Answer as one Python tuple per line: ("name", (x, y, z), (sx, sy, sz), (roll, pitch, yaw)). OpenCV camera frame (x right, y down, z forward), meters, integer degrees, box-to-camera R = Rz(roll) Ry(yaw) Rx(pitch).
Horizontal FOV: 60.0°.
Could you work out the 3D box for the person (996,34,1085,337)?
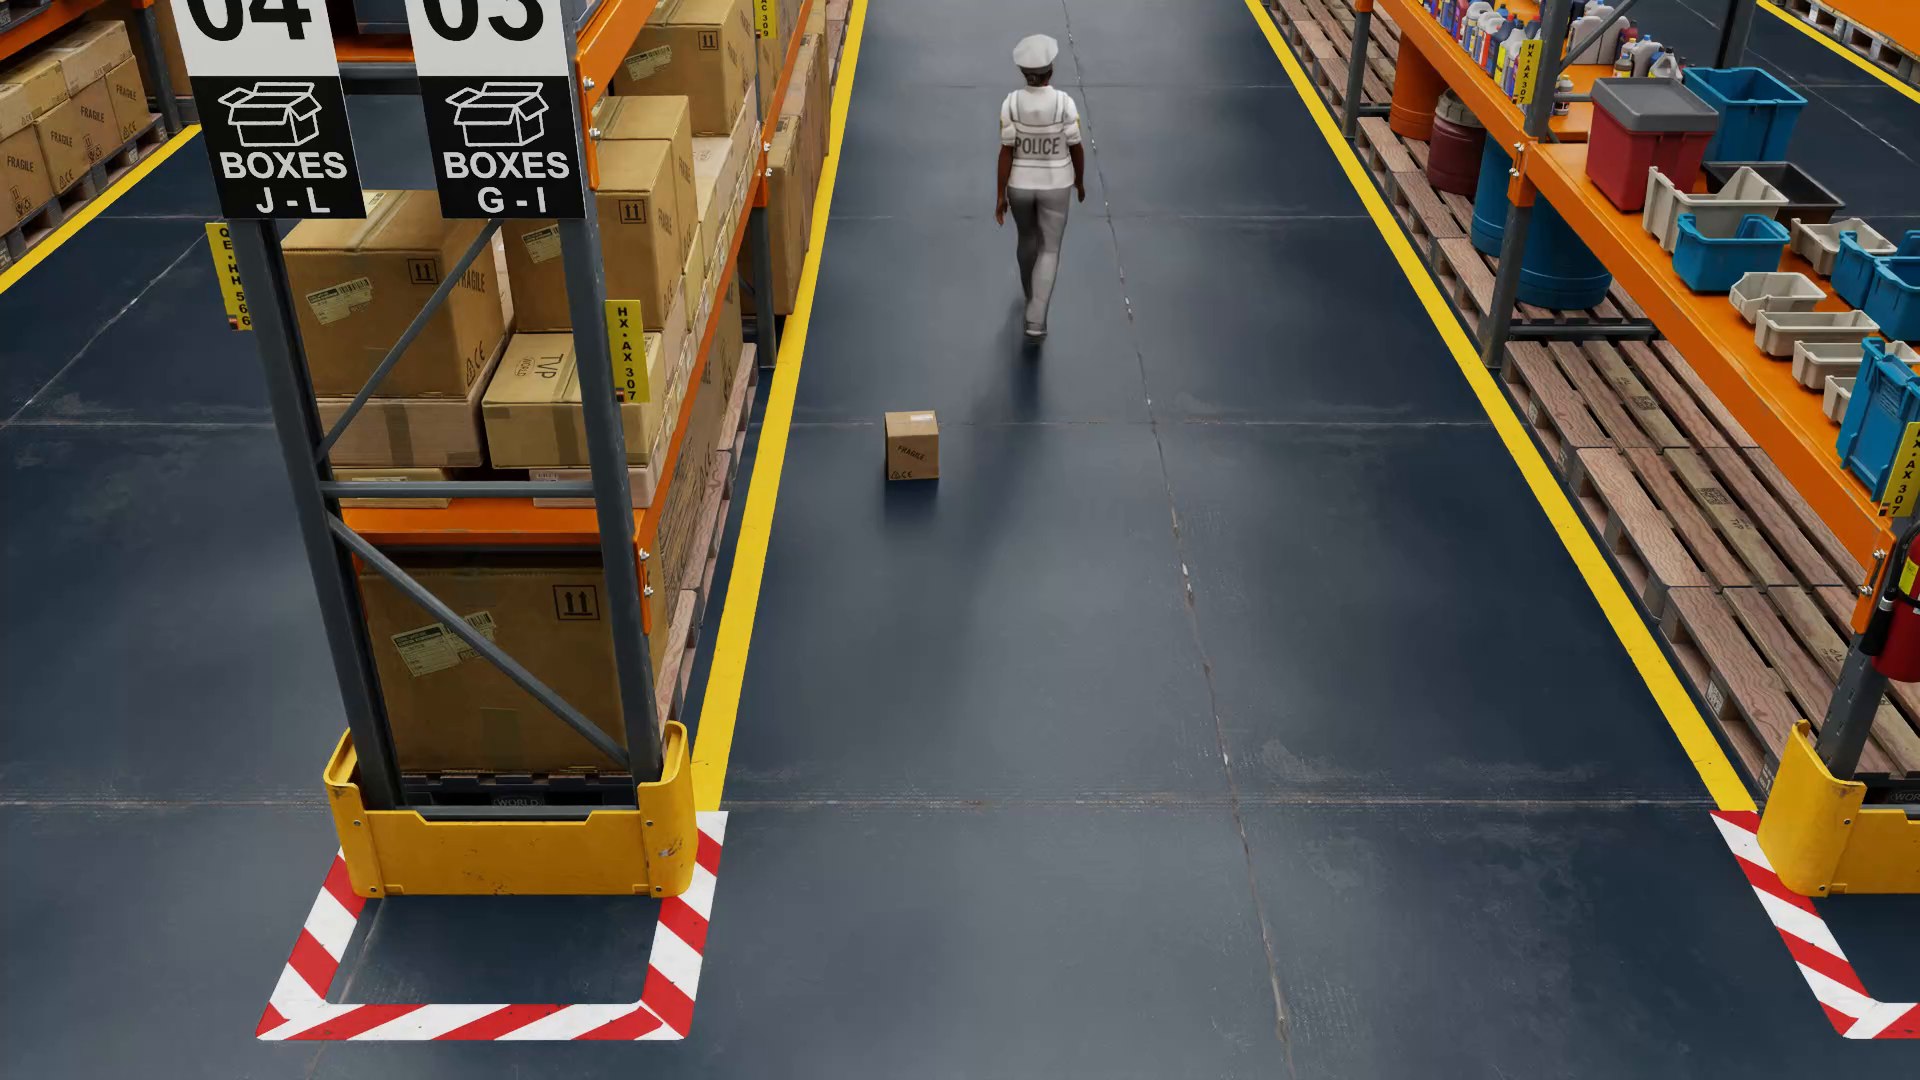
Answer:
("person", (0.456, -2.001, 9.334), (0.465, 1.643, 0.978), (6, 32, 10))
